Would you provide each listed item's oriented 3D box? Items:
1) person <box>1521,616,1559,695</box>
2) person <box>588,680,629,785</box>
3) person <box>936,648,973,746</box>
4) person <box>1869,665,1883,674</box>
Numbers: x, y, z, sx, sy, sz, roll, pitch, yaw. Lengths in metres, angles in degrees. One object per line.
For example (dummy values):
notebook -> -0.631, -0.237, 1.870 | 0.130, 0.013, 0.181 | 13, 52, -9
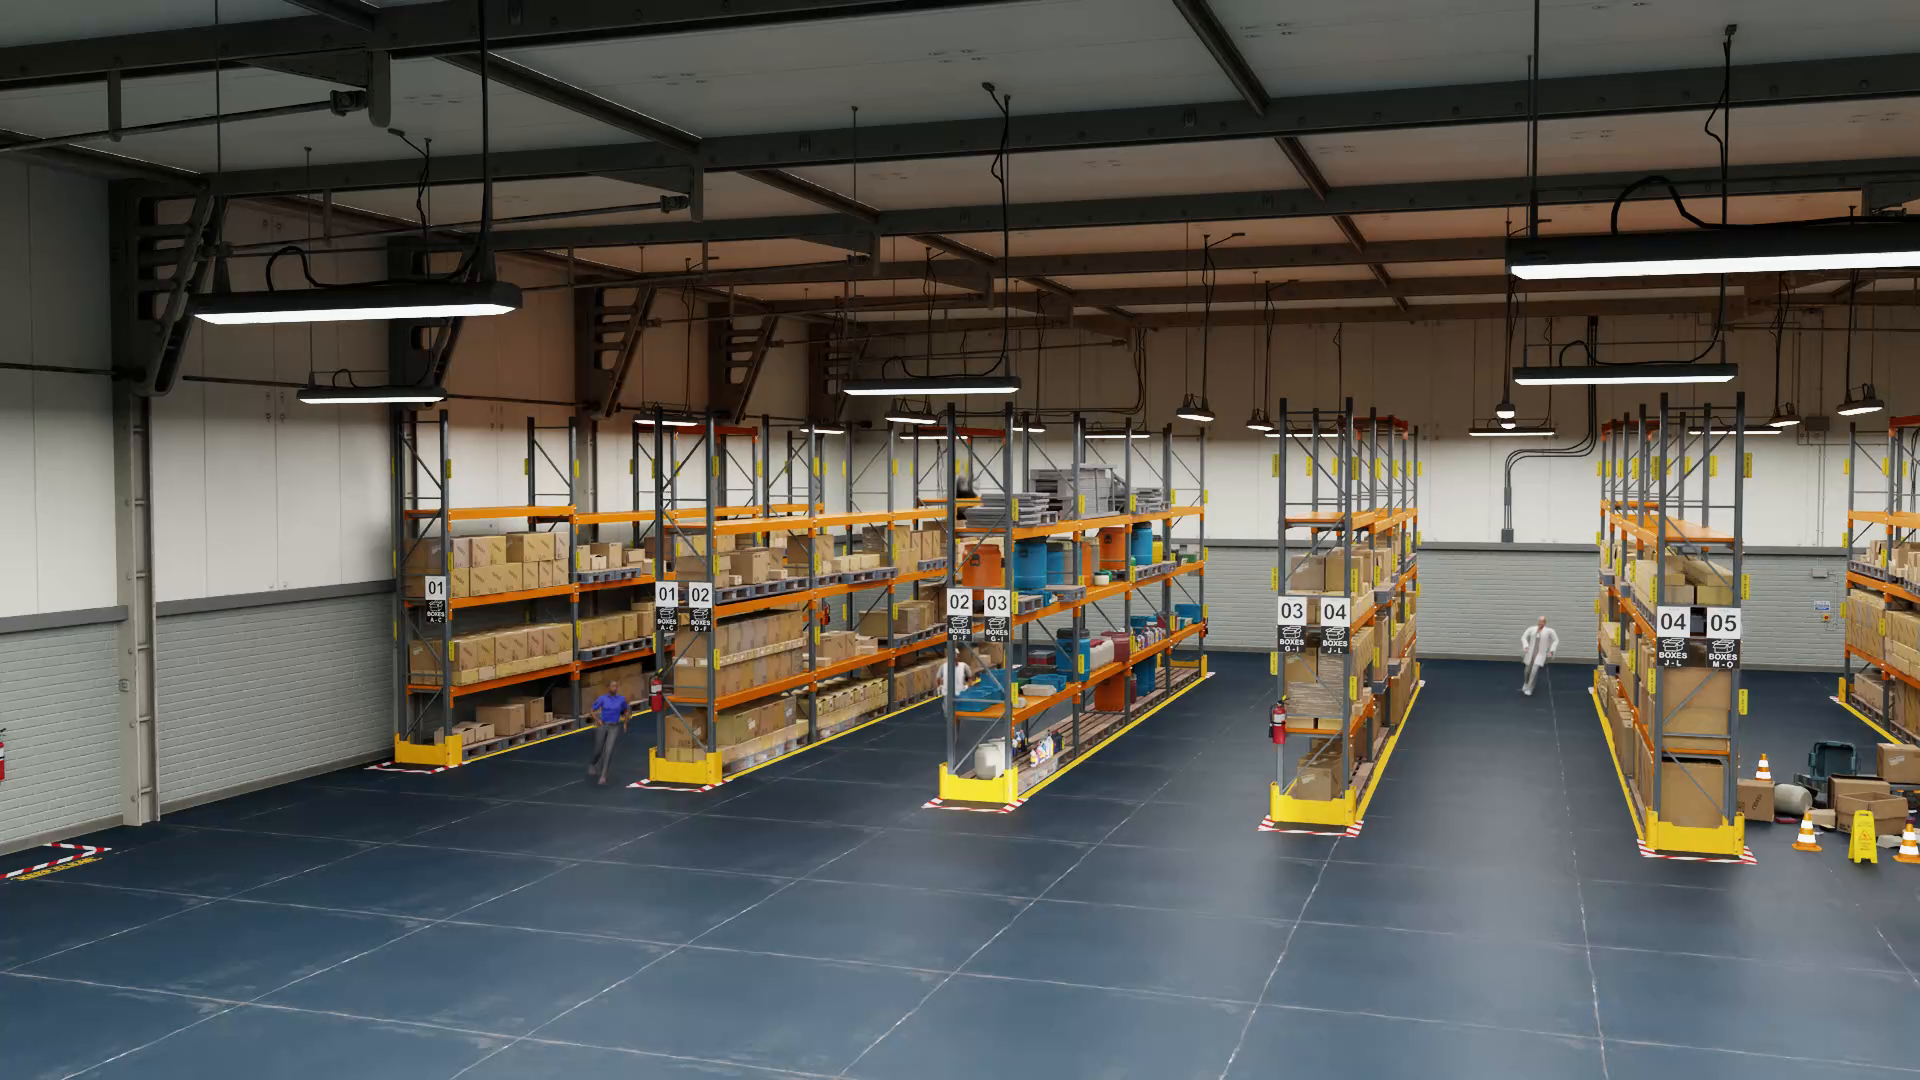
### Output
person -> 12.800, 2.552, 36.768 | 0.793, 1.748, 0.906 | 1, 3, 31
person -> -5.608, 3.045, 26.622 | 0.650, 1.616, 0.892 | -1, 3, -17
person -> -0.106, 2.833, 30.316 | 0.682, 1.753, 0.769 | 0, 2, 4
person -> 20.299, 2.606, 36.550 | 0.634, 1.651, 0.809 | 2, 3, 40
